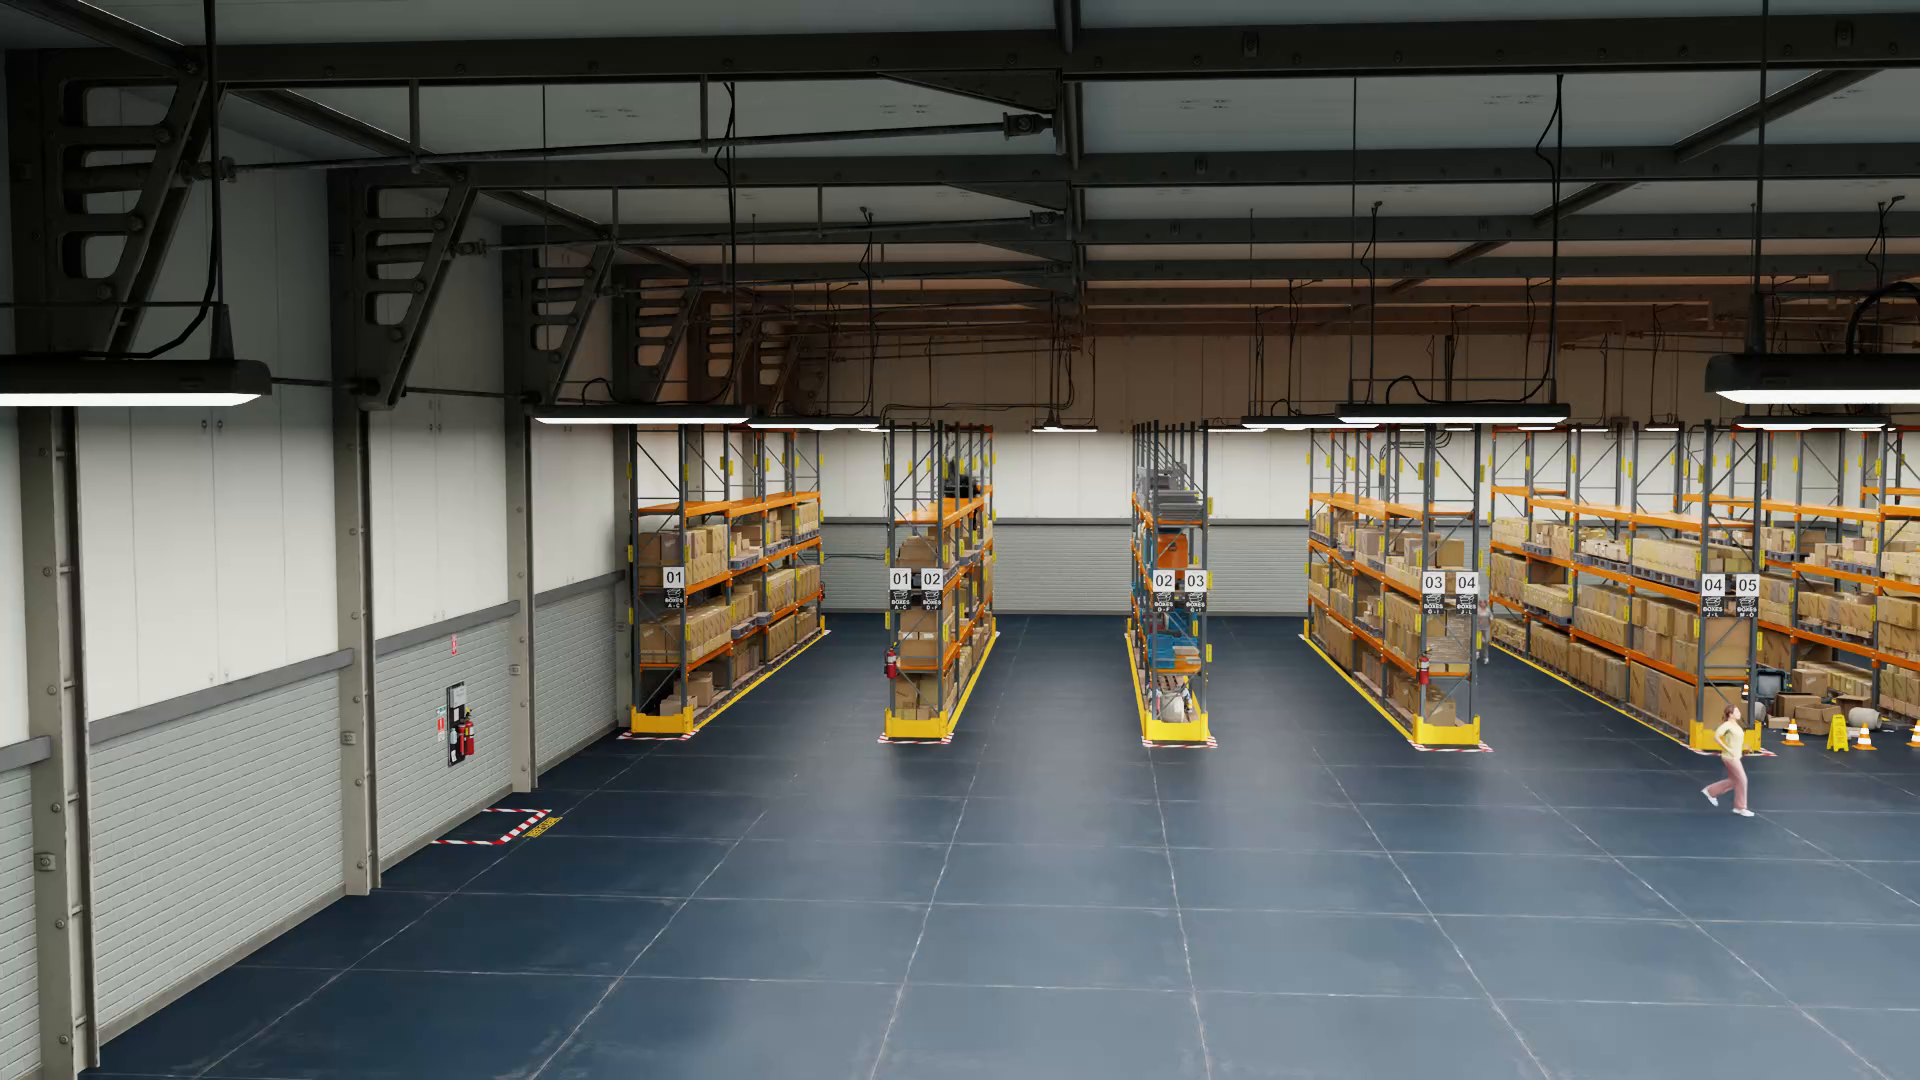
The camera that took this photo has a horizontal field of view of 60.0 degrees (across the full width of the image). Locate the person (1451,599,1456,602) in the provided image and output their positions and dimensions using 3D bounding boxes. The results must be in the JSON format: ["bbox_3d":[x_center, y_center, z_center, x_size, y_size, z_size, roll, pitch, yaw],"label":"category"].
[{"bbox_3d":[13.548,1.928,46.711,0.765,1.675,0.664,2,4,34],"label":"person"}]

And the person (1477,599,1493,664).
[{"bbox_3d":[13.160,2.282,41.834,0.552,1.586,0.894,0,4,6],"label":"person"}]

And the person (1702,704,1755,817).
[{"bbox_3d":[11.609,3.303,25.115,0.769,1.663,0.587,3,5,39],"label":"person"}]
